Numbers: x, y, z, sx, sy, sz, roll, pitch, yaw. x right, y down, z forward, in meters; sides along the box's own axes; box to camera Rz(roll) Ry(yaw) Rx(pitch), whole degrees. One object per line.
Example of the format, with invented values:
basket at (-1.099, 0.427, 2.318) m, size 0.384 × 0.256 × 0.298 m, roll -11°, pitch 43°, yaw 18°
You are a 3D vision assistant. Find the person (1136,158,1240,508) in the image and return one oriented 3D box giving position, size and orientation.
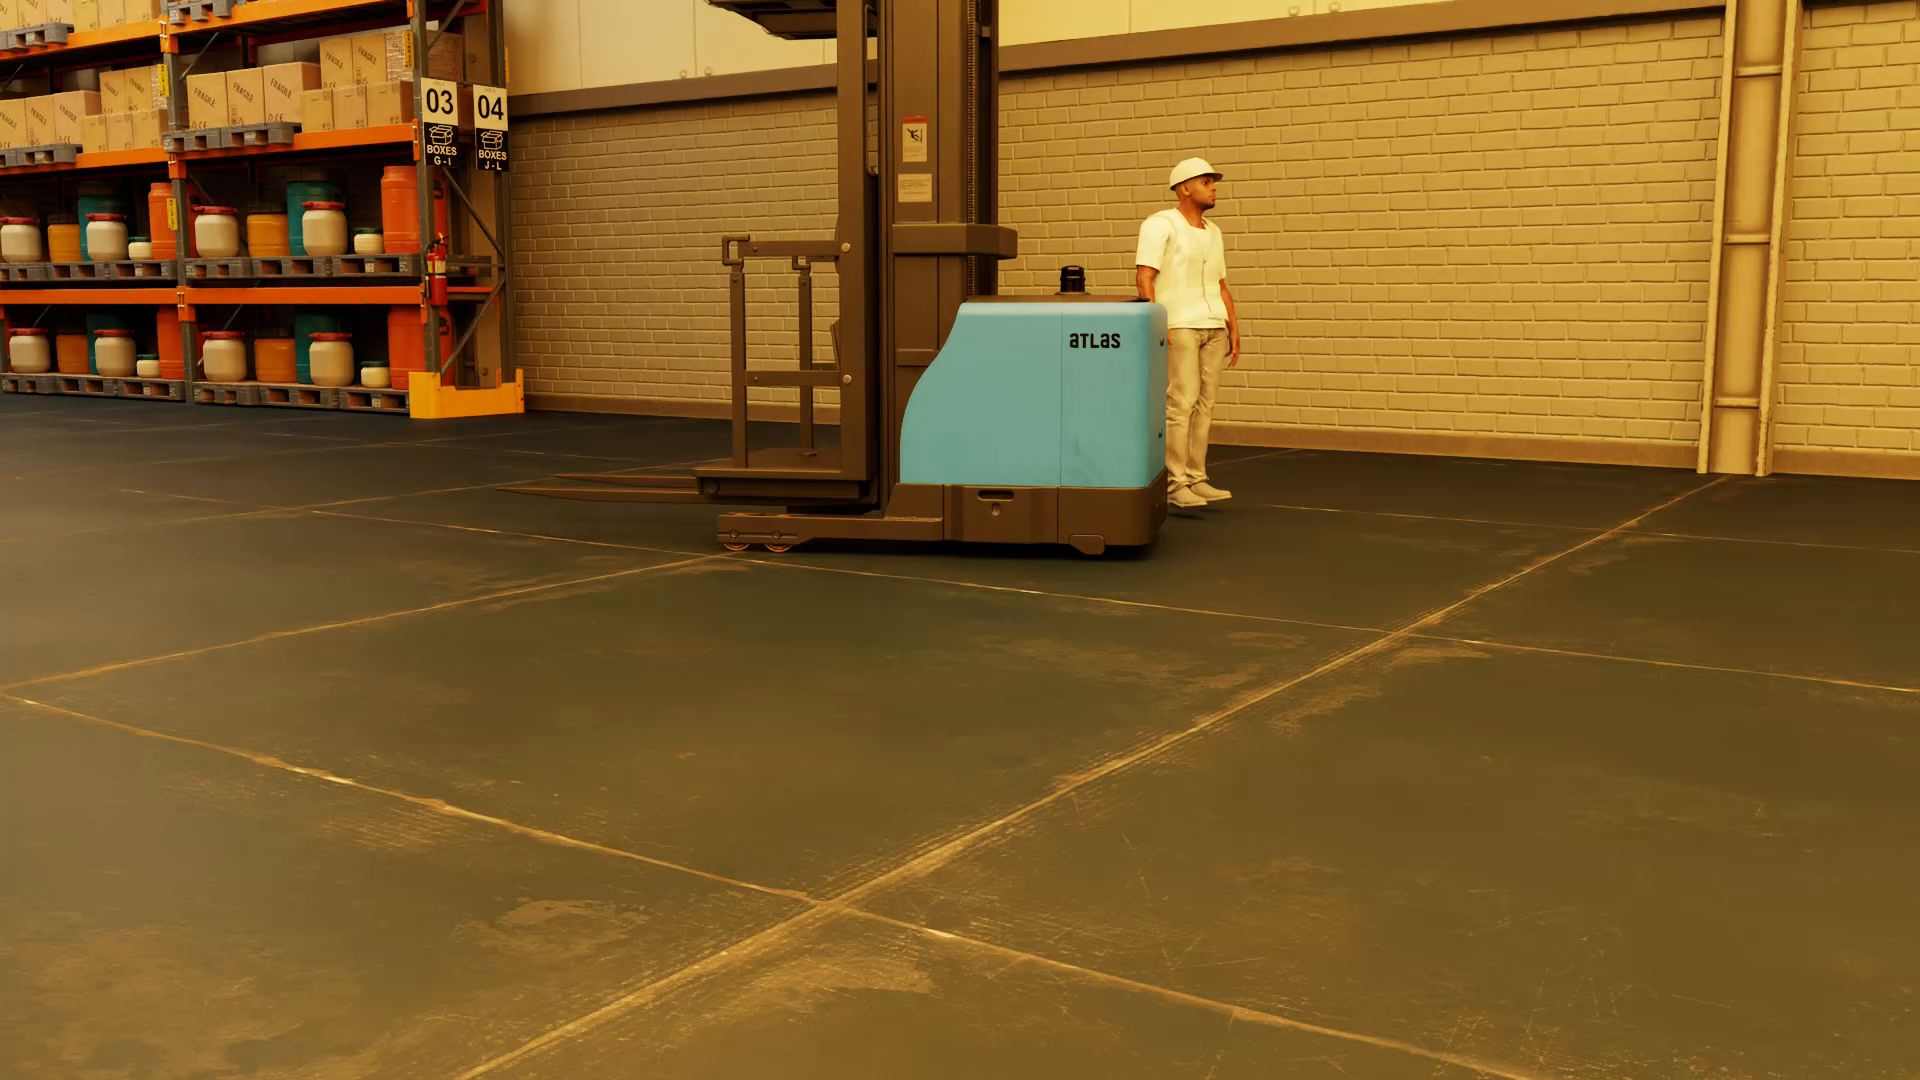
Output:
person at (1.240, -1.074, 8.547) m, size 0.666 × 1.765 × 0.577 m, roll -7°, pitch 10°, yaw -39°

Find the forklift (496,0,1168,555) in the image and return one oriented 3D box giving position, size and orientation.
forklift at (-0.596, -1.469, 7.520) m, size 3.031 × 2.935 × 1.130 m, roll 2°, pitch 8°, yaw 12°
